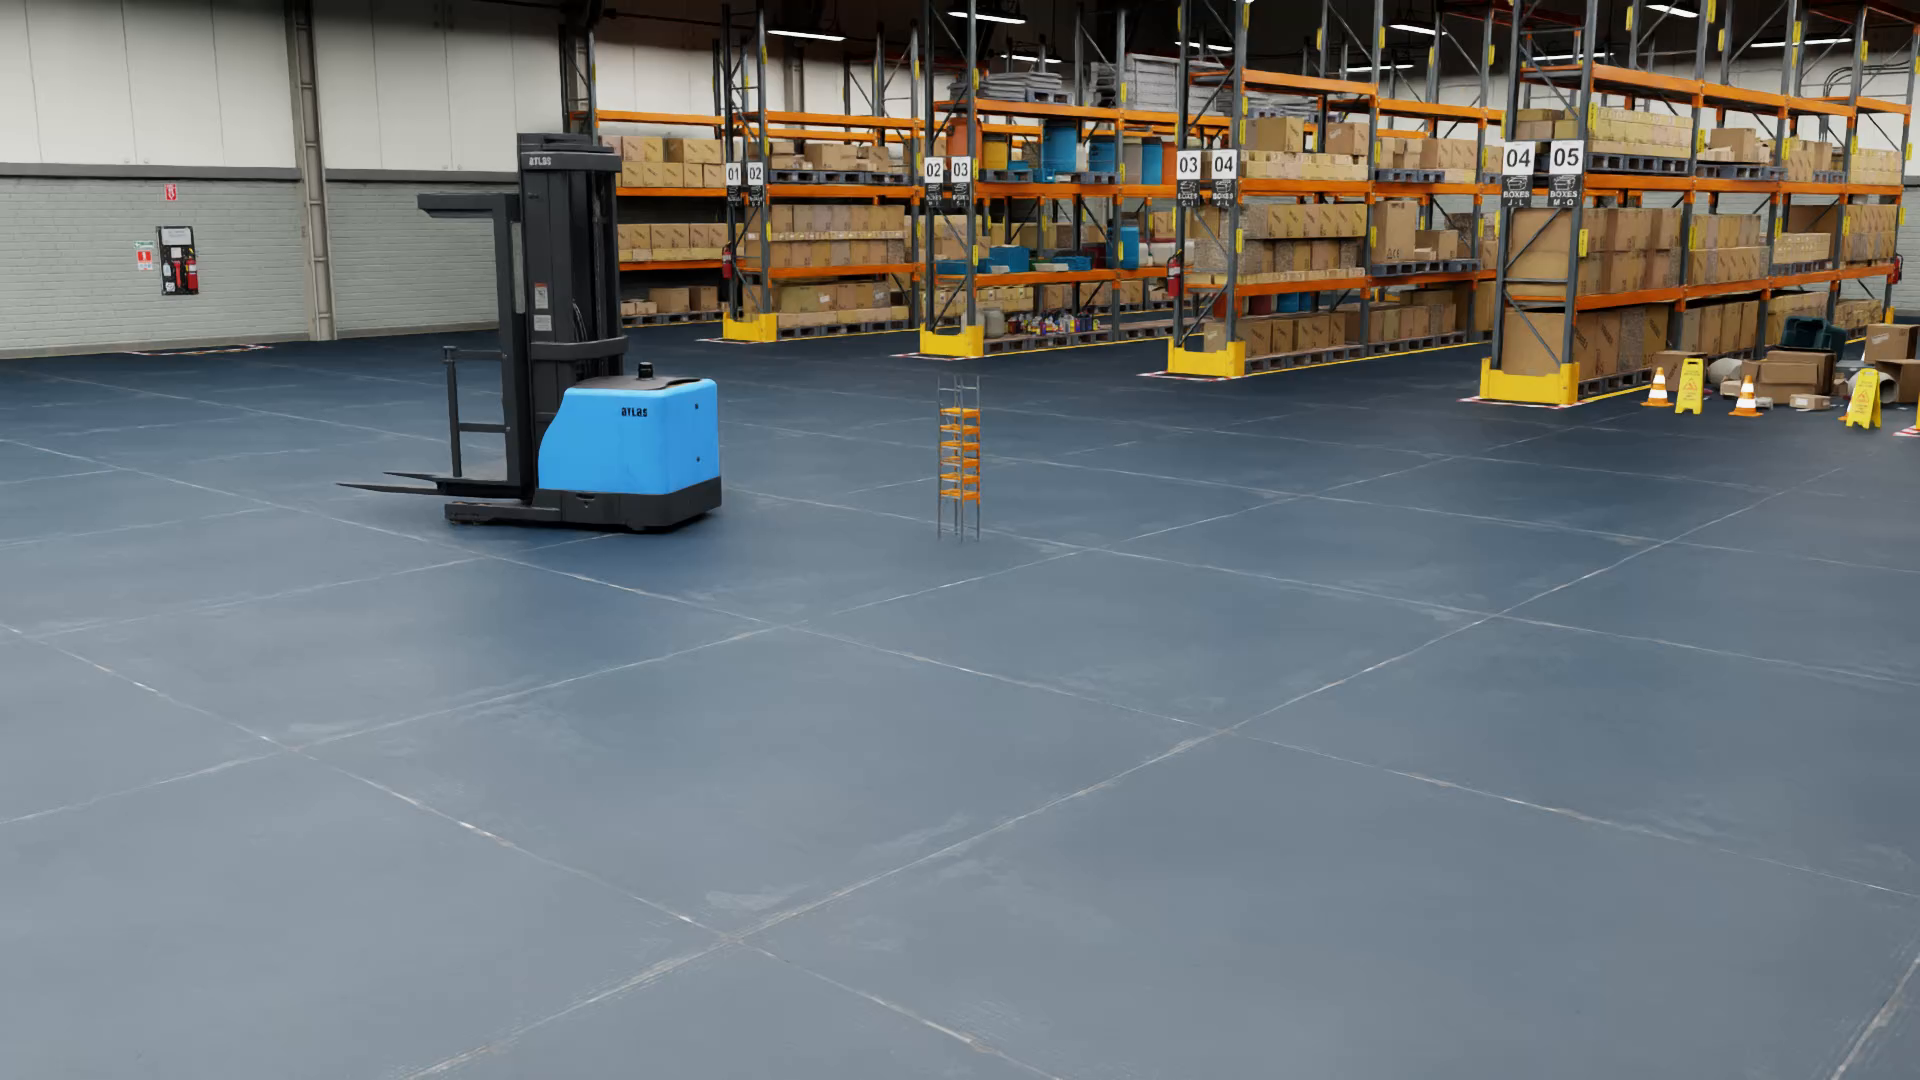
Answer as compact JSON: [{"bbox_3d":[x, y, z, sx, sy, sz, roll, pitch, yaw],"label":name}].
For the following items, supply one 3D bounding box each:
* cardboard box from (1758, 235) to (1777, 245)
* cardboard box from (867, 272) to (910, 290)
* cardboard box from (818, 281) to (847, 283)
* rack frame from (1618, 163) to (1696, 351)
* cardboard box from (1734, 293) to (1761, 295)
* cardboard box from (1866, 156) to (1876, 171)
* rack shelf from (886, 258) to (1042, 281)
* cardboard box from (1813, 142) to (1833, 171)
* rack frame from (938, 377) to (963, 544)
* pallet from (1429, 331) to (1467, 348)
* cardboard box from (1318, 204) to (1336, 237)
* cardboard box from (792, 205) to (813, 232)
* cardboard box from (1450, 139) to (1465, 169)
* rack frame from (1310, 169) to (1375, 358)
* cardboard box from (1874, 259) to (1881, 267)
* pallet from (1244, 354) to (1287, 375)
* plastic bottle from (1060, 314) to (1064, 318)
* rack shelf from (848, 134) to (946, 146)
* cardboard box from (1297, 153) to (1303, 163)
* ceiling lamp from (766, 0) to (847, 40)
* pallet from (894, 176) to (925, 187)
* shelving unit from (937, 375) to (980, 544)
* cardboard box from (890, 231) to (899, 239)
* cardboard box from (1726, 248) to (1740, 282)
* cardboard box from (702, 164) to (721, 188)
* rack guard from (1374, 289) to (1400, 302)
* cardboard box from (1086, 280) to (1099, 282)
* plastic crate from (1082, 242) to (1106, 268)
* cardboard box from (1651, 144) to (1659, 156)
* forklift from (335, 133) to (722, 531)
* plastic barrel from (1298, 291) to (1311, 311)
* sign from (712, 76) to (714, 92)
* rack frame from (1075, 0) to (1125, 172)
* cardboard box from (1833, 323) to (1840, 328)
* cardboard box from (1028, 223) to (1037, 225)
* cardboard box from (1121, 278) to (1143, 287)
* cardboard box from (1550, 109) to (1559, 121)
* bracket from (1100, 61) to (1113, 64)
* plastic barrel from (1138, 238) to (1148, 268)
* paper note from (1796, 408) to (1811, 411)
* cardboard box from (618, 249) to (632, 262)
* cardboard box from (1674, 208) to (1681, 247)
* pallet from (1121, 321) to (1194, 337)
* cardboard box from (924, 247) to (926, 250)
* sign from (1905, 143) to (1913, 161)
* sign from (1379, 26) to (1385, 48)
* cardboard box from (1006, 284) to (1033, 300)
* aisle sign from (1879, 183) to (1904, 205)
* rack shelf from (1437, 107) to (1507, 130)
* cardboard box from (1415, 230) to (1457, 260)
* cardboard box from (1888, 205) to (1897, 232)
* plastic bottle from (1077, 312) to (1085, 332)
[{"bbox_3d":[12.956,-4.846,26.867,0.380,0.149,0.250,10,15,40],"label":"cardboard box"},{"bbox_3d":[-1.735,-6.249,40.254,0.750,0.750,0.750,10,15,40],"label":"cardboard box"},{"bbox_3d":[-2.438,-4.828,32.756,0.500,0.500,0.500,10,15,40],"label":"cardboard box"},{"bbox_3d":[9.862,-3.840,23.777,1.000,3.000,0.127,10,15,40],"label":"rack frame"},{"bbox_3d":[13.429,-4.059,28.270,0.500,0.250,0.500,10,15,42],"label":"cardboard box"},{"bbox_3d":[16.315,-6.844,30.266,0.500,0.250,0.500,10,15,41],"label":"cardboard box"},{"bbox_3d":[0.084,-5.719,35.021,1.077,0.370,4.000,10,15,40],"label":"rack shelf"},{"bbox_3d":[14.810,-6.701,29.117,0.700,0.500,0.500,10,15,40],"label":"cardboard box"},{"bbox_3d":[-0.070,-0.573,12.016,0.240,1.200,0.006,10,15,40],"label":"rack frame"},{"bbox_3d":[8.326,-3.602,29.707,1.003,0.211,1.213,10,15,40],"label":"pallet"},{"bbox_3d":[5.452,-4.932,25.678,0.500,0.500,0.500,10,15,40],"label":"cardboard box"},{"bbox_3d":[-3.181,-6.027,31.159,0.700,0.500,0.500,9,15,39],"label":"cardboard box"},{"bbox_3d":[8.386,-6.670,28.758,0.500,0.500,0.500,10,15,40],"label":"cardboard box"},{"bbox_3d":[6.203,-4.496,27.062,1.000,3.000,0.127,10,15,40],"label":"rack frame"},{"bbox_3d":[17.283,-5.286,31.661,0.380,0.149,0.250,10,15,42],"label":"cardboard box"},{"bbox_3d":[4.175,-2.666,25.020,1.003,0.211,1.213,10,15,40],"label":"pallet"},{"bbox_3d":[1.830,-3.965,30.216,0.061,0.283,0.133,10,15,40],"label":"plastic bottle"},{"bbox_3d":[-0.999,-9.693,40.623,1.077,0.370,4.000,10,15,40],"label":"rack shelf"},{"bbox_3d":[4.932,-5.740,25.000,0.380,0.149,0.250,10,15,40],"label":"cardboard box"},{"bbox_3d":[-2.941,-11.839,33.606,0.800,3.185,2.000,10,15,40],"label":"ceiling lamp"},{"bbox_3d":[-0.664,-7.286,33.860,0.805,0.209,1.217,9,14,38],"label":"pallet"},{"bbox_3d":[-0.010,-0.586,12.083,0.258,1.200,0.189,10,15,40],"label":"shelving unit"},{"bbox_3d":[-1.420,-6.040,32.884,0.380,0.149,0.250,9,15,39],"label":"cardboard box"},{"bbox_3d":[11.411,-4.153,25.093,0.500,0.500,0.500,10,15,41],"label":"cardboard box"},{"bbox_3d":[-5.451,-7.768,35.479,0.500,0.500,0.500,8,14,36],"label":"cardboard box"},{"bbox_3d":[10.410,-5.681,39.378,1.175,0.500,0.348,10,15,40],"label":"rack guard"},{"bbox_3d":[2.882,-6.125,38.563,0.500,0.250,0.500,10,15,40],"label":"cardboard box"},{"bbox_3d":[2.572,-5.278,30.816,0.402,0.464,0.583,10,15,40],"label":"plastic crate"},{"bbox_3d":[9.022,-5.160,22.042,0.380,0.149,0.250,10,15,40],"label":"cardboard box"},{"bbox_3d":[-3.470,-1.647,12.973,3.031,2.935,1.130,3,12,17],"label":"forklift"},{"bbox_3d":[7.391,-5.412,35.936,0.600,0.901,0.708,10,15,40],"label":"plastic barrel"},{"bbox_3d":[-5.380,-9.966,36.341,0.100,0.325,0.005,10,15,40],"label":"sign"},{"bbox_3d":[2.482,-8.078,29.680,1.000,3.000,0.127,10,15,40],"label":"rack frame"},{"bbox_3d":[15.624,-3.837,29.968,0.380,0.149,0.250,9,14,38],"label":"cardboard box"},{"bbox_3d":[1.650,-8.034,44.010,0.980,0.700,0.700,9,14,38],"label":"cardboard box"},{"bbox_3d":[4.208,-6.065,40.175,0.500,0.500,0.500,10,15,40],"label":"cardboard box"},{"bbox_3d":[7.355,-5.375,21.083,0.380,0.149,0.250,10,15,41],"label":"cardboard box"},{"bbox_3d":[4.087,-13.292,46.594,0.235,0.232,0.430,10,15,40],"label":"bracket"},{"bbox_3d":[3.278,-5.315,30.817,0.433,0.535,0.433,0,11,0],"label":"plastic barrel"},{"bbox_3d":[10.135,-1.566,19.976,0.148,0.019,0.142,4,12,21],"label":"paper note"},{"bbox_3d":[-7.040,-5.796,33.901,0.500,0.250,0.500,9,15,39],"label":"cardboard box"},{"bbox_3d":[9.592,-4.393,23.407,0.875,0.550,0.550,10,15,40],"label":"cardboard box"},{"bbox_3d":[3.777,-4.070,32.047,1.003,0.211,1.213,10,15,40],"label":"pallet"},{"bbox_3d":[-0.924,-7.138,40.880,0.380,0.149,0.250,10,15,41],"label":"cardboard box"},{"bbox_3d":[18.187,-7.436,31.862,0.100,0.325,0.005,10,15,40],"label":"sign"},{"bbox_3d":[6.598,-7.862,26.010,0.100,0.325,0.005,10,15,40],"label":"sign"},{"bbox_3d":[1.243,-5.389,36.052,0.500,0.311,0.500,10,15,42],"label":"cardboard box"},{"bbox_3d":[18.057,-6.852,32.221,0.394,0.787,0.004,10,15,40],"label":"aisle sign"},{"bbox_3d":[10.163,-7.771,31.004,1.077,0.370,4.000,10,15,40],"label":"rack shelf"},{"bbox_3d":[8.223,-5.160,29.058,0.500,0.500,0.700,-9,15,-39],"label":"cardboard box"},{"bbox_3d":[17.668,-6.191,31.981,0.500,0.500,0.500,9,15,39],"label":"cardboard box"},{"bbox_3d":[2.147,-3.893,29.682,0.144,0.351,0.185,9,14,38],"label":"plastic bottle"}]
